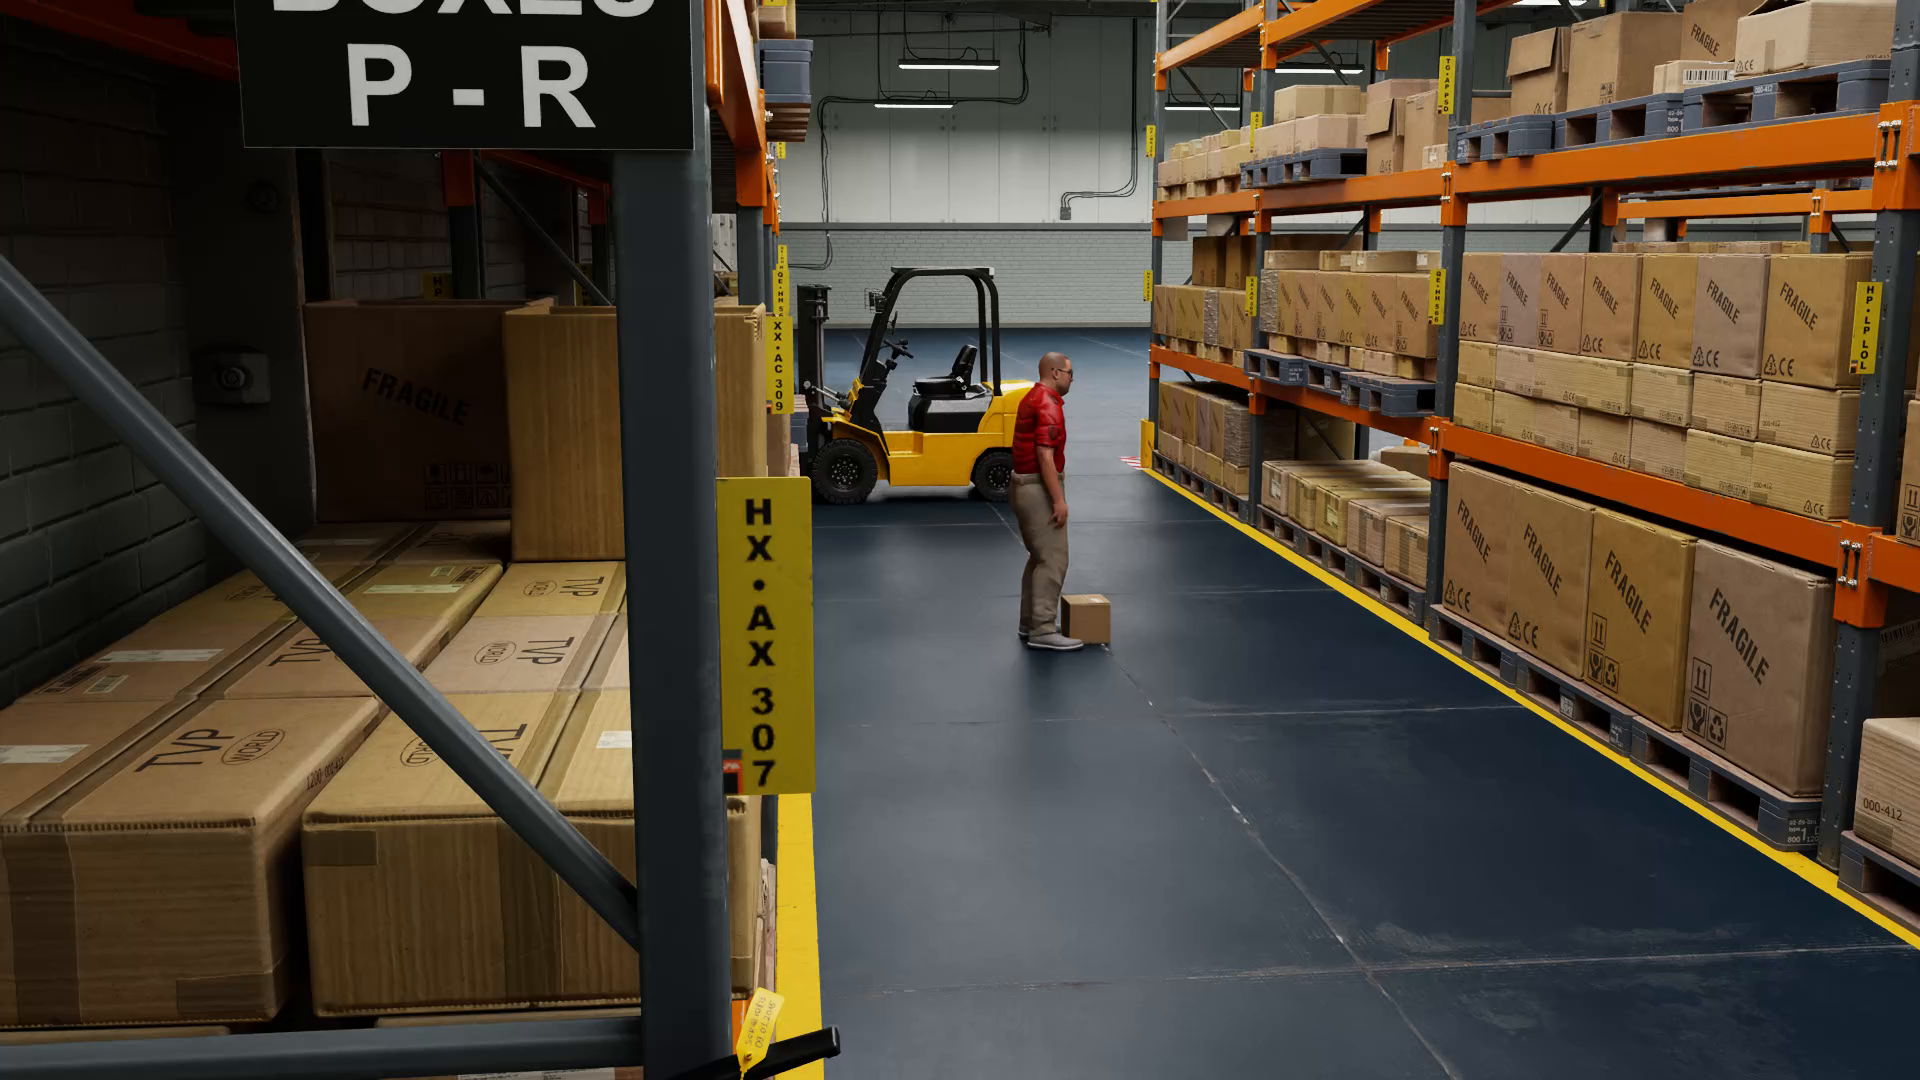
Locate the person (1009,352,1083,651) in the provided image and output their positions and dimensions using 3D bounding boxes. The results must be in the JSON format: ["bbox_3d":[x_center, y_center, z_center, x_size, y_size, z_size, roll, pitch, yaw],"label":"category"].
[{"bbox_3d":[0.501,-0.245,9.846,0.394,1.726,0.604,-2,10,-10],"label":"person"}]
